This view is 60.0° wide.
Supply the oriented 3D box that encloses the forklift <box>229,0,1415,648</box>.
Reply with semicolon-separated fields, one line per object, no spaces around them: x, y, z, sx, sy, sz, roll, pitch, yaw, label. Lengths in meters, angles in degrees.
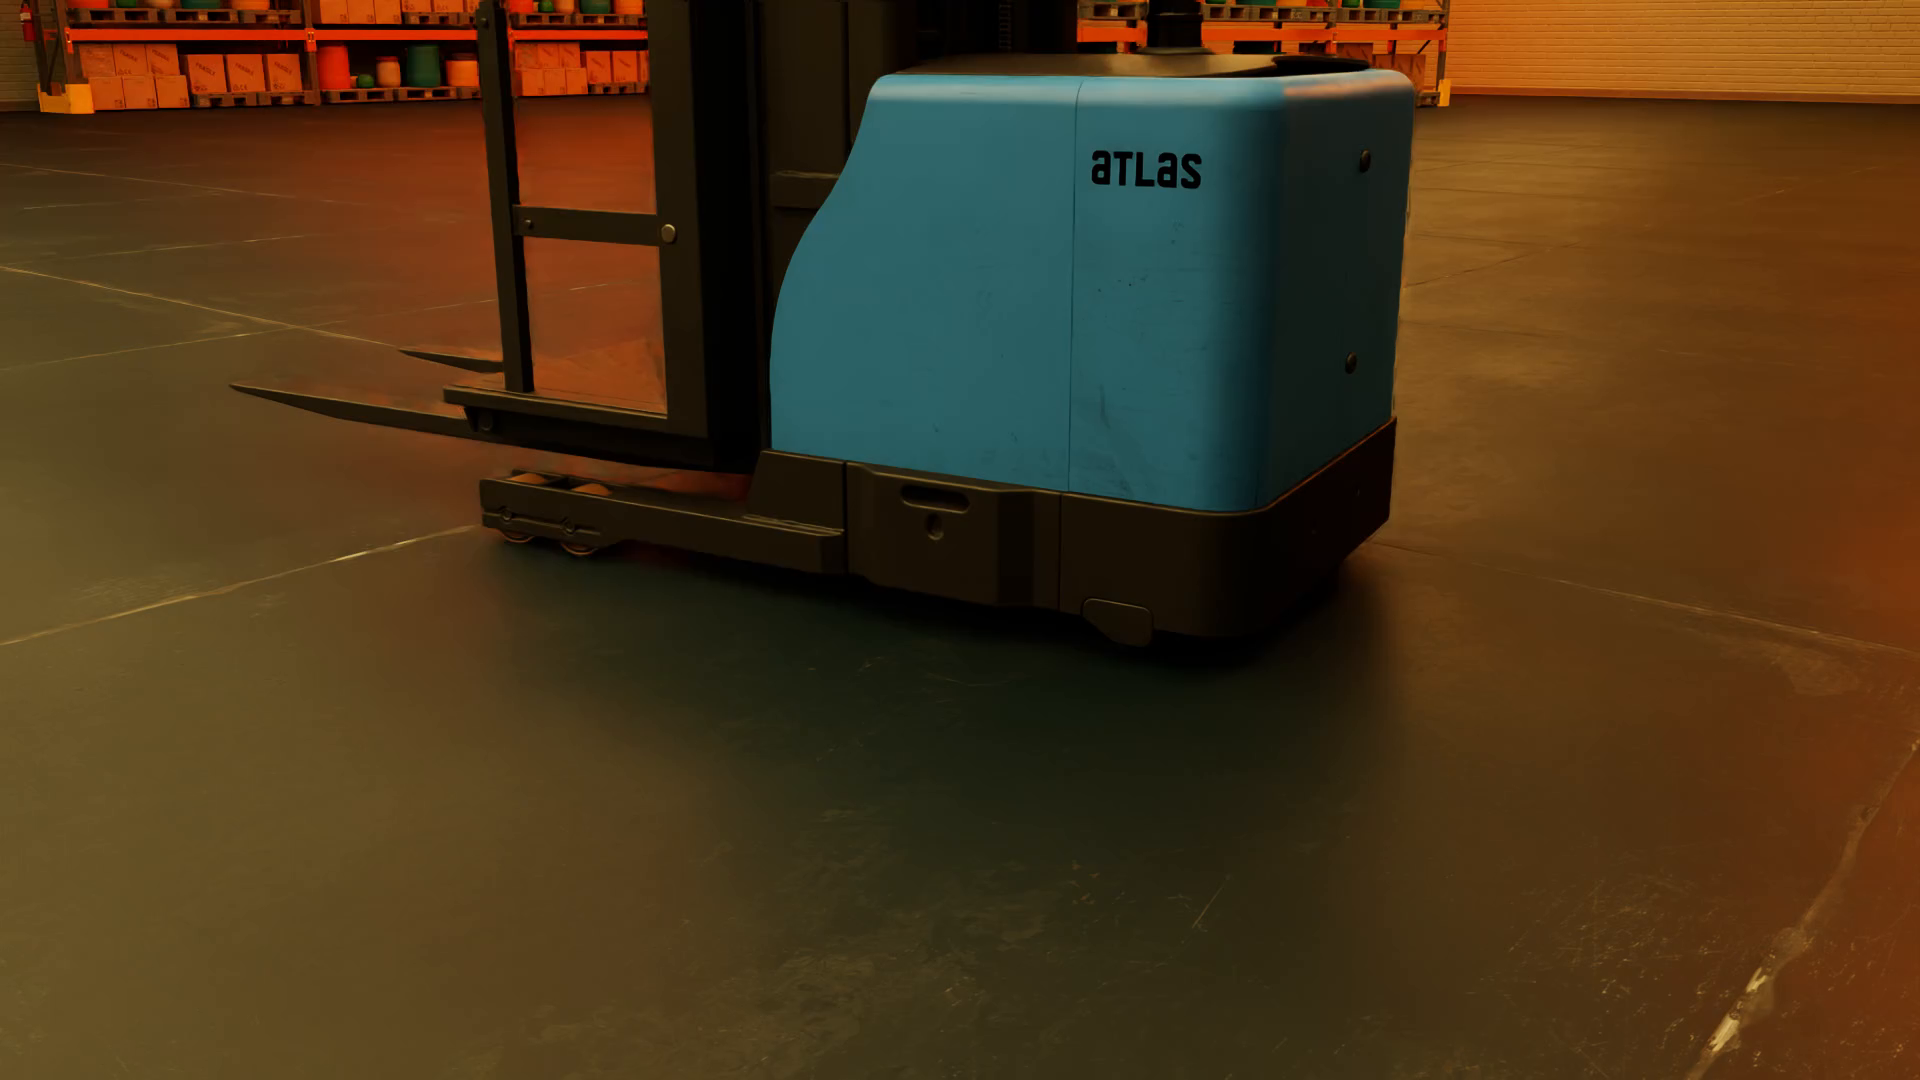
-0.539;-1.488;3.797;3.031;2.935;1.130;9;19;28;forklift
